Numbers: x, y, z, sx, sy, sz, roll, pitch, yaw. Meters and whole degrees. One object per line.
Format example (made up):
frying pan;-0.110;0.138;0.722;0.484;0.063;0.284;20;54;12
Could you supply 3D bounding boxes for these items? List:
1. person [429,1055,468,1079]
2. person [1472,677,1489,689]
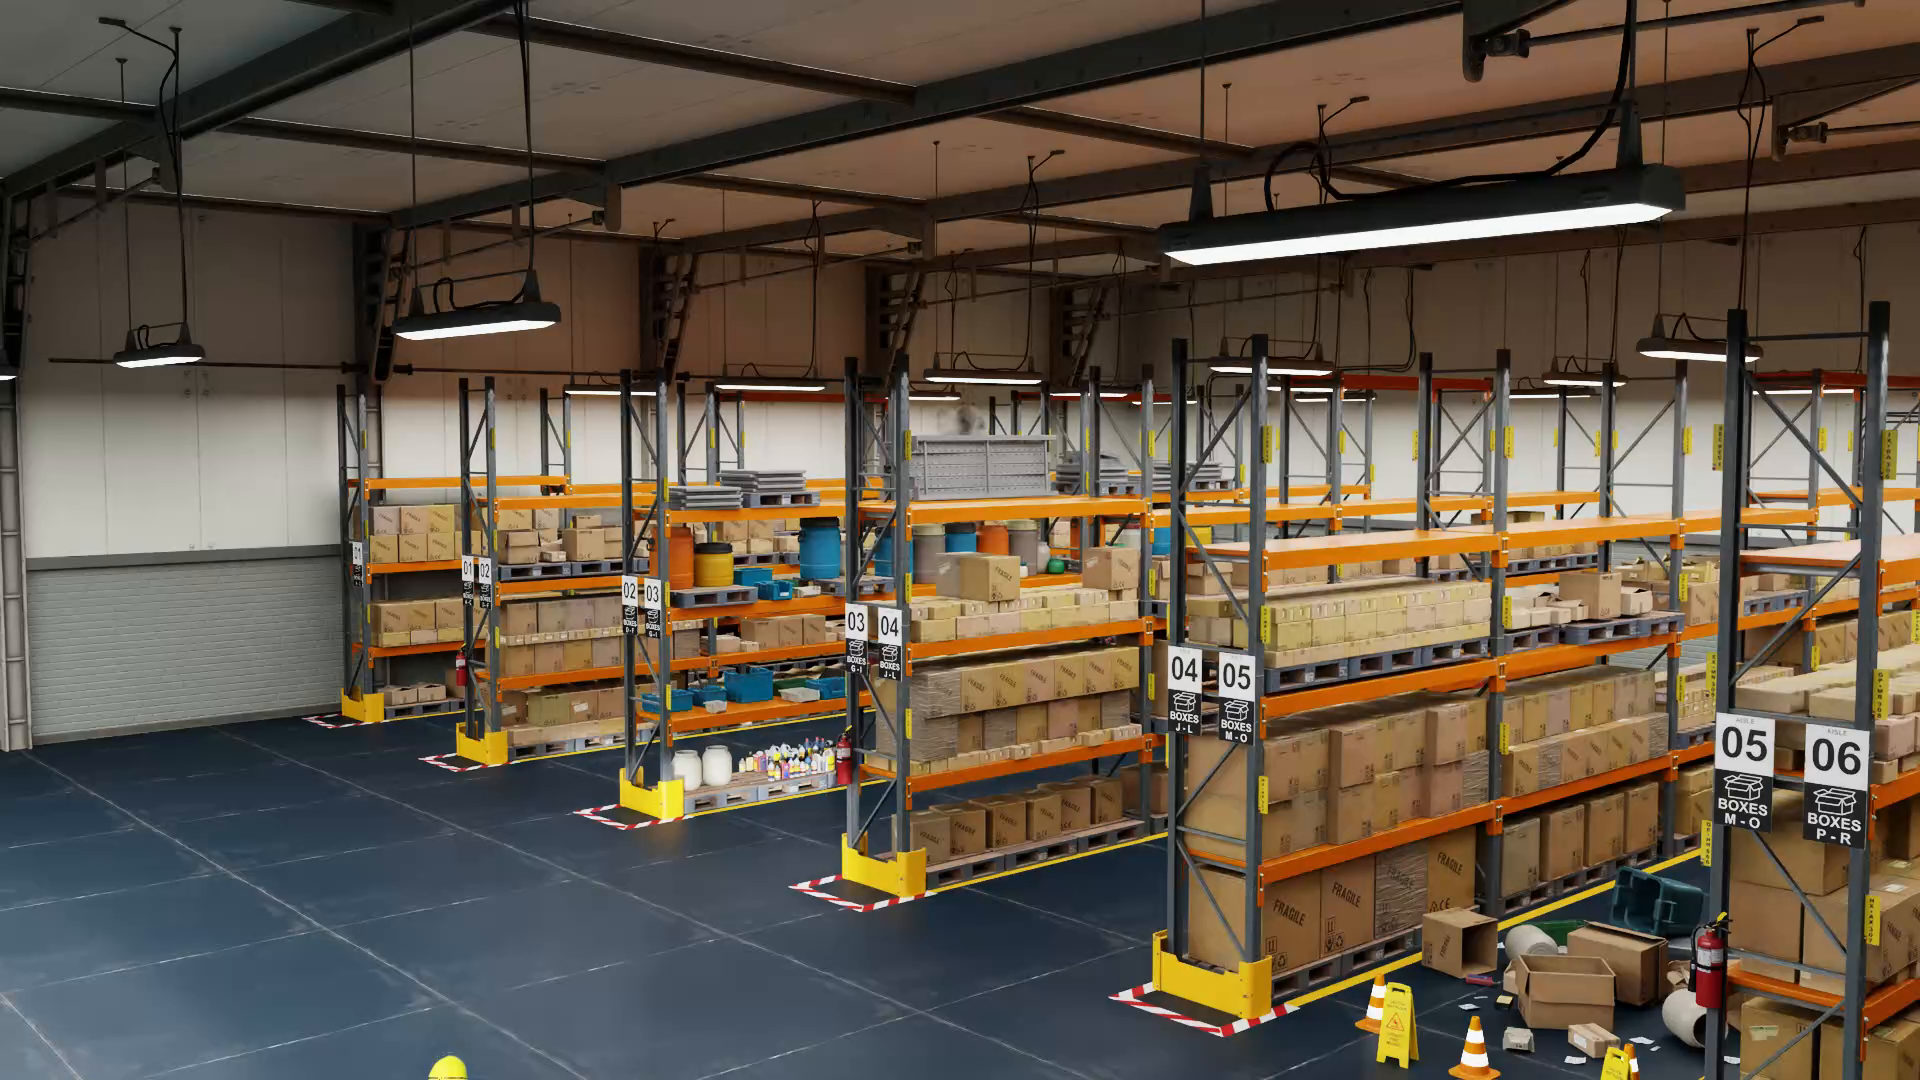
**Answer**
person;-2.800;3.696;9.159;0.710;1.730;0.573;-1;4;-11
person;7.655;2.718;24.130;0.664;1.725;0.954;3;5;40
